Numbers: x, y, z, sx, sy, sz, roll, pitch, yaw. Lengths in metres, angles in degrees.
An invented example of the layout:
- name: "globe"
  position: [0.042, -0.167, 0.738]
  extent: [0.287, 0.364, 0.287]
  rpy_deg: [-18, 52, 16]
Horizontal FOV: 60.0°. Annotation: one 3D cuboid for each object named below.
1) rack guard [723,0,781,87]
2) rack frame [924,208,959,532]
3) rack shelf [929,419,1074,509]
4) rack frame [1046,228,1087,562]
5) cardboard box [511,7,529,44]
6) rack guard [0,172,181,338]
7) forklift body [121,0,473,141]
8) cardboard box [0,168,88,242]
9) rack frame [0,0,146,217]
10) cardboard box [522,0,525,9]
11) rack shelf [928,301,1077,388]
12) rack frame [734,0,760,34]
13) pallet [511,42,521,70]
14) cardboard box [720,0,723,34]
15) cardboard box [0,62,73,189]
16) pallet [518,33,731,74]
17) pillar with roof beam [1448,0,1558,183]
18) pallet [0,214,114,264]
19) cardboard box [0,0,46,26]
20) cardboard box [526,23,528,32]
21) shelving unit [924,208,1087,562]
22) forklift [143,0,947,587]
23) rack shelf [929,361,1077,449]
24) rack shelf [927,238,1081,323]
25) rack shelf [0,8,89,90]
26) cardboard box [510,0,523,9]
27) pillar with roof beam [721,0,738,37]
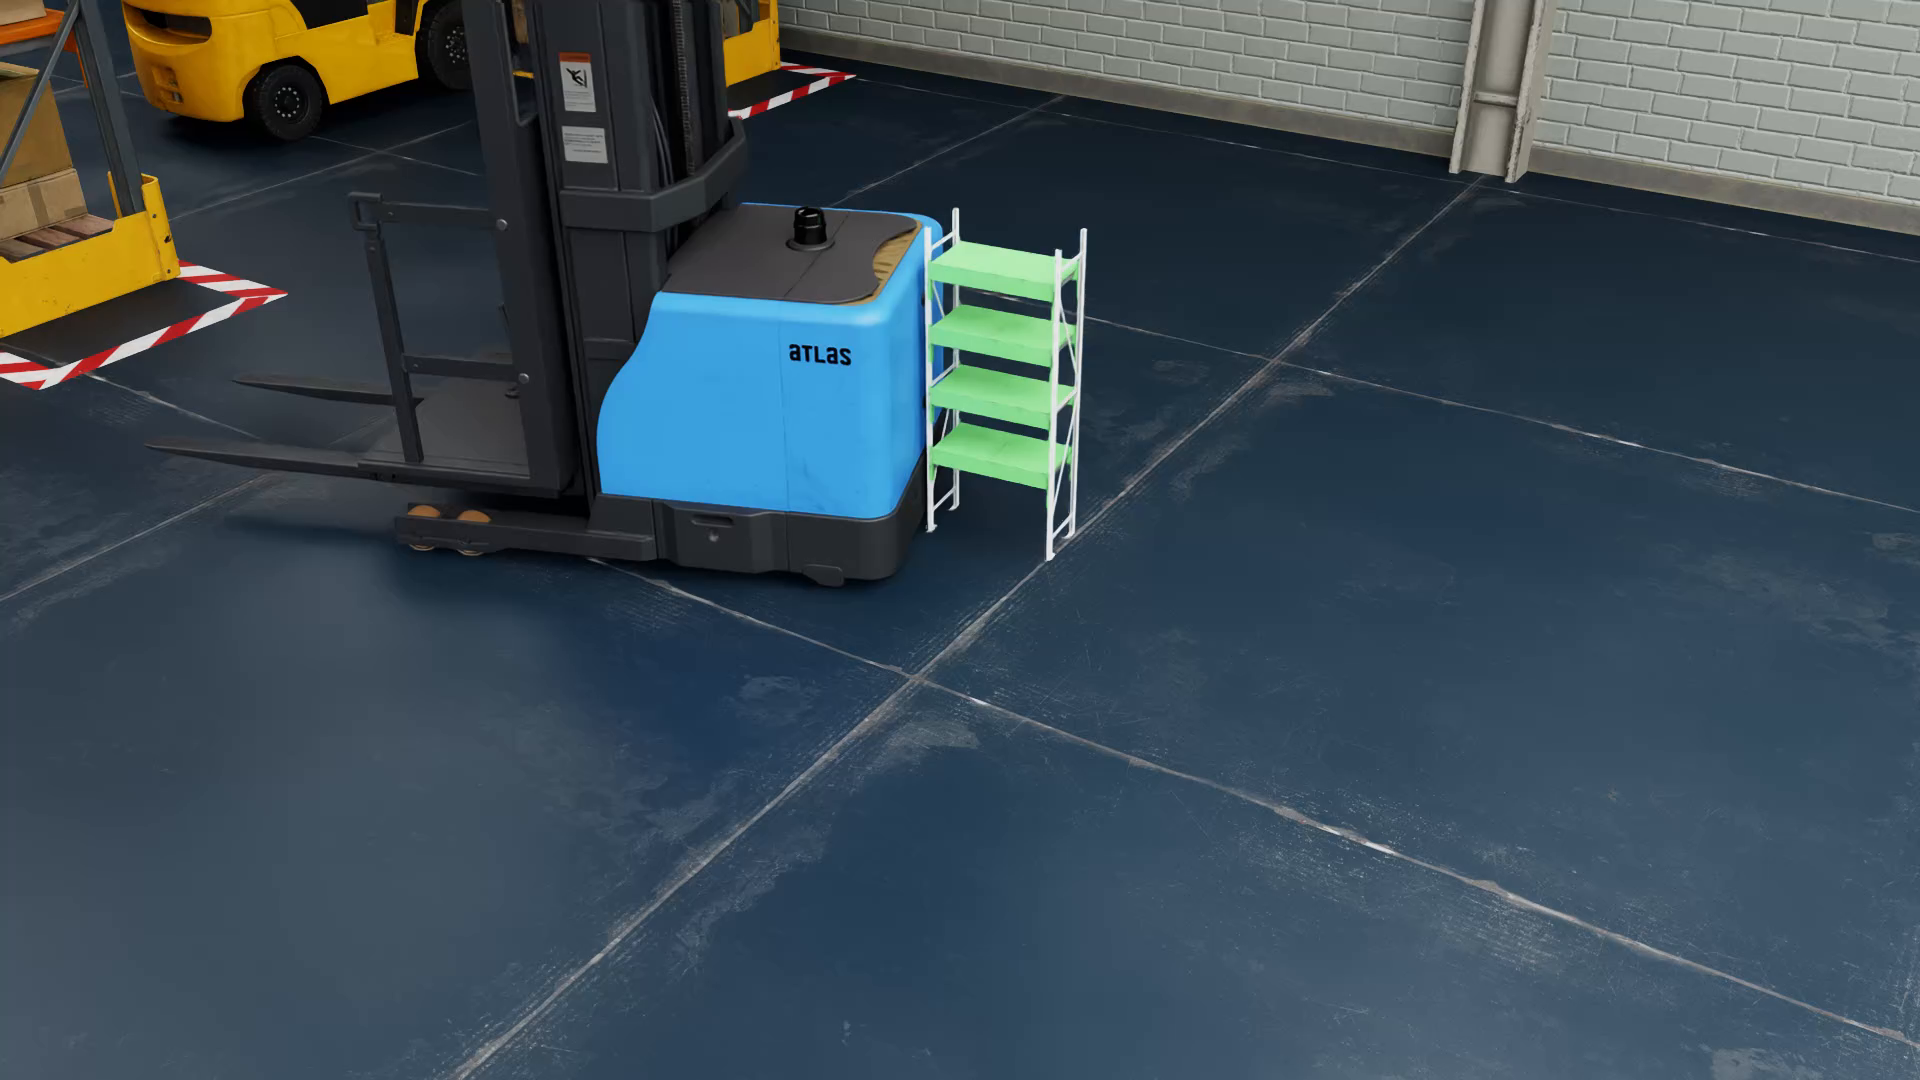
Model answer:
- name: "rack guard"
  position: [-1.745, -3.487, 11.731]
  extent: [0.348, 0.500, 1.175]
  rpy_deg: [18, 35, 27]
- name: "rack frame"
  position: [-0.063, -0.602, 6.091]
  extent: [0.015, 1.200, 0.240]
  rpy_deg: [14, 33, 22]
- name: "rack shelf"
  position: [0.156, -0.286, 6.152]
  extent: [0.480, 0.148, 0.258]
  rpy_deg: [14, 33, 22]
- name: "rack frame"
  position: [0.376, -0.494, 5.906]
  extent: [0.015, 1.200, 0.240]
  rpy_deg: [14, 33, 22]
- name: "cardboard box"
  position: [-3.166, -3.833, 12.156]
  extent: [0.500, 0.250, 0.500]
  rpy_deg: [18, 35, 28]
- name: "rack guard"
  position: [-4.465, -1.395, 8.144]
  extent: [0.348, 0.500, 1.175]
  rpy_deg: [18, 35, 27]
- name: "forklift body"
  position: [-4.341, -3.936, 10.863]
  extent: [1.214, 2.155, 2.313]
  rpy_deg: [18, 35, 27]
- name: "cardboard box"
  position: [-4.937, -1.782, 8.639]
  extent: [0.500, 0.250, 0.500]
  rpy_deg: [17, 34, 27]
- name: "rack frame"
  position: [-4.401, -2.454, 7.480]
  extent: [0.127, 3.000, 1.000]
  rpy_deg: [18, 35, 27]
- name: "cardboard box"
  position: [-2.763, -3.919, 11.807]
  extent: [0.500, 0.250, 0.500]
  rpy_deg: [17, 34, 27]
- name: "rack shelf"
  position: [0.156, -0.700, 5.910]
  extent: [0.480, 0.148, 0.258]
  rpy_deg: [14, 33, 22]
- name: "rack frame"
  position: [-1.765, -4.573, 11.113]
  extent: [0.127, 3.000, 1.000]
  rpy_deg: [18, 35, 27]
- name: "pallet"
  position: [-3.464, -3.883, 12.697]
  extent: [1.213, 0.211, 1.003]
  rpy_deg: [18, 35, 27]
- name: "cardboard box"
  position: [-2.077, -3.782, 12.068]
  extent: [0.500, 0.250, 0.500]
  rpy_deg: [18, 35, 28]
- name: "cardboard box"
  position: [-4.957, -2.112, 8.461]
  extent: [0.500, 0.500, 0.500]
  rpy_deg: [16, 34, 26]
- name: "pallet"
  position: [-2.435, -3.556, 12.136]
  extent: [1.213, 0.211, 1.003]
  rpy_deg: [18, 35, 27]
- name: "pillar with roof beam"
  position: [0.918, -4.291, 4.675]
  extent: [0.400, 9.000, 9.100]
  rpy_deg: [18, 35, 27]
- name: "pallet"
  position: [-5.134, -1.503, 8.616]
  extent: [1.213, 0.211, 1.003]
  rpy_deg: [18, 35, 27]
- name: "cardboard box"
  position: [-4.578, -2.525, 7.850]
  extent: [0.250, 0.149, 0.380]
  rpy_deg: [18, 35, 28]
- name: "cardboard box"
  position: [-2.747, -3.695, 11.920]
  extent: [0.500, 0.250, 0.500]
  rpy_deg: [18, 35, 27]
- name: "shelving unit"
  position: [0.156, -0.548, 5.999]
  extent: [0.503, 1.200, 0.258]
  rpy_deg: [14, 33, 22]
- name: "forklift"
  position: [-1.619, -1.460, 5.844]
  extent: [3.031, 2.935, 1.130]
  rpy_deg: [6, 31, 10]
- name: "rack shelf"
  position: [0.156, -0.493, 6.031]
  extent: [0.480, 0.148, 0.258]
  rpy_deg: [14, 33, 22]
- name: "rack shelf"
  position: [0.156, -0.908, 5.789]
  extent: [0.480, 0.148, 0.258]
  rpy_deg: [14, 33, 22]
- name: "rack shelf"
  position: [-6.095, -2.679, 8.579]
  extent: [4.000, 0.370, 1.077]
  rpy_deg: [18, 35, 27]
- name: "cardboard box"
  position: [-3.211, -4.048, 12.028]
  extent: [0.500, 0.250, 0.500]
  rpy_deg: [17, 34, 26]
- name: "pillar with roof beam"
  position: [-4.164, -5.899, 7.431]
  extent: [0.400, 9.000, 9.100]
  rpy_deg: [18, 35, 27]
